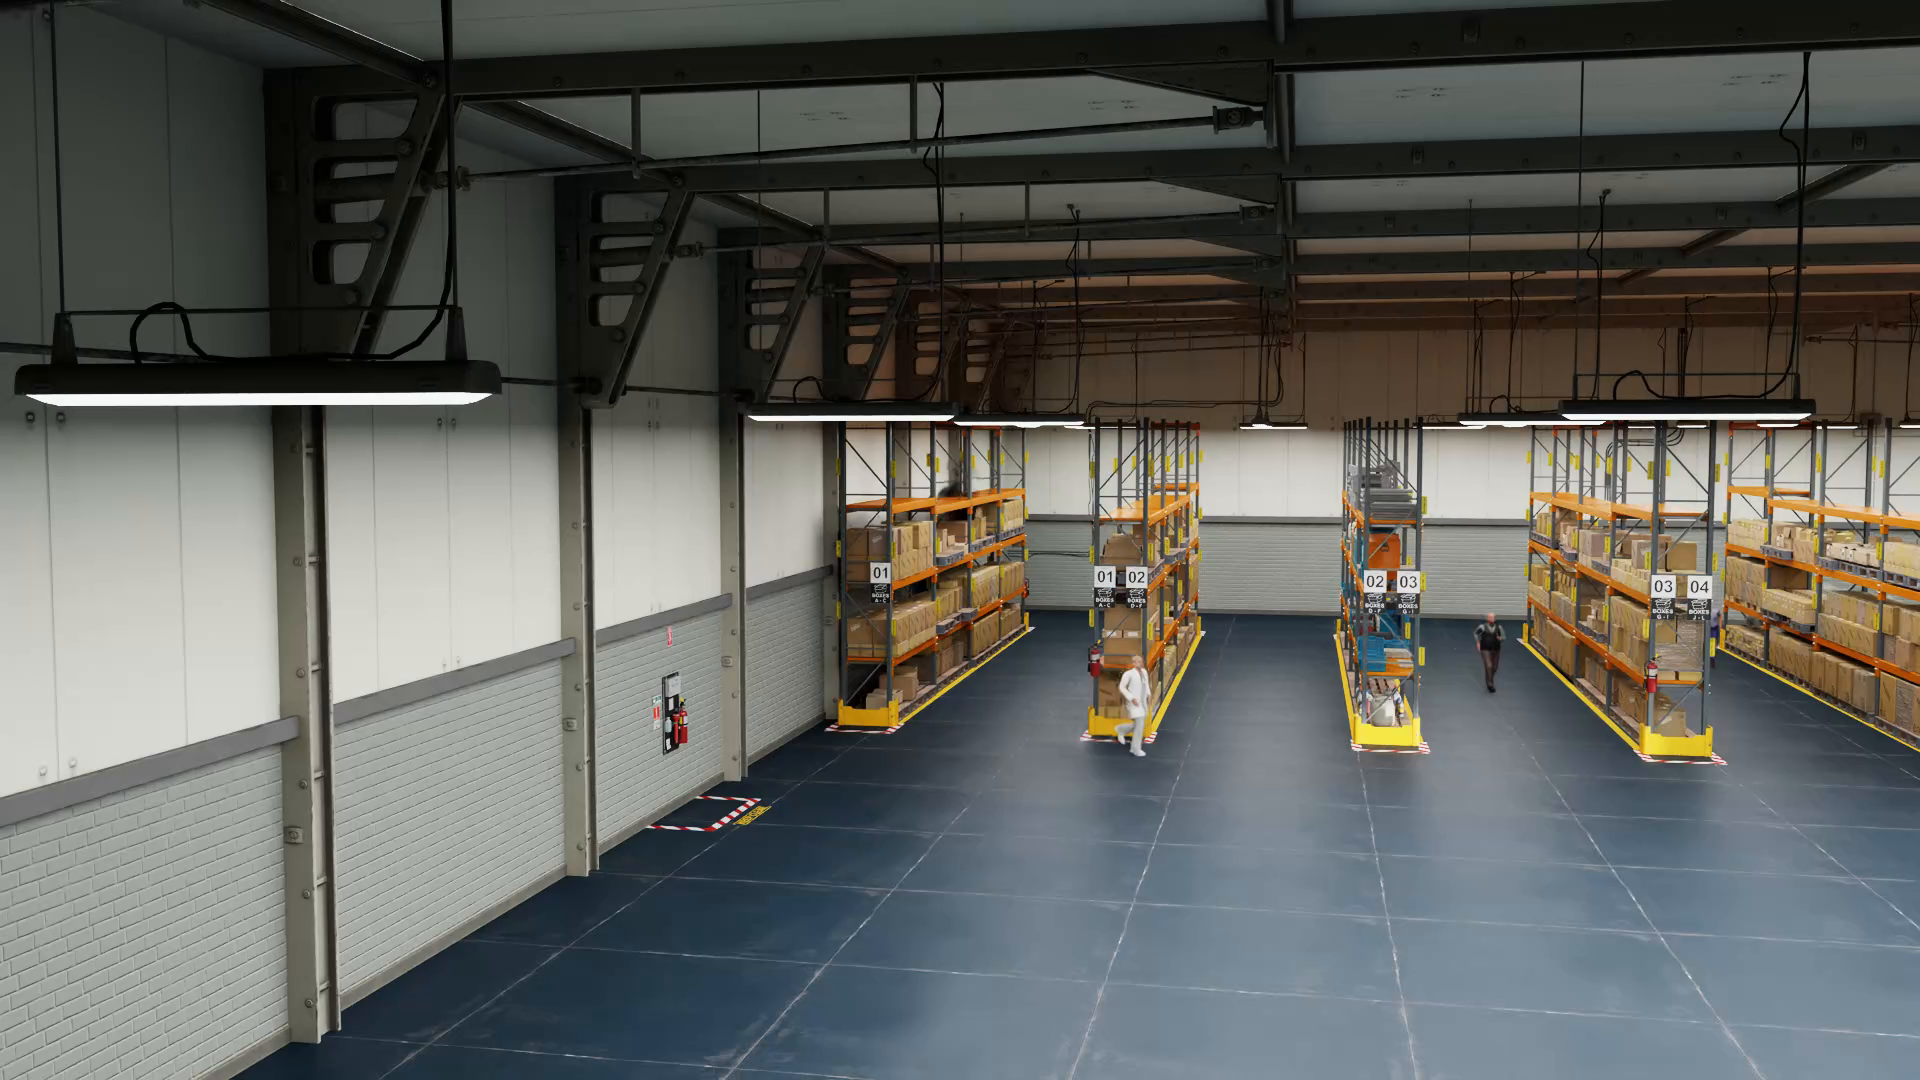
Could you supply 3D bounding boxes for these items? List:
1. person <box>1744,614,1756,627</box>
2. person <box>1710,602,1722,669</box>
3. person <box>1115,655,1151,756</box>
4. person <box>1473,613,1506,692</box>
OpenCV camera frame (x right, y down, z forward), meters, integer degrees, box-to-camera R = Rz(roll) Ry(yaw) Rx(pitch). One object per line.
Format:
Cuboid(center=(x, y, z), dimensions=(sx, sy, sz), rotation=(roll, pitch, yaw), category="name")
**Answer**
Cuboid(center=(21.517, 1.946, 45.185), dimensions=(0.741, 1.684, 0.562), rotation=(-3, 5, -40), category="person")
Cuboid(center=(18.323, 2.267, 40.715), dimensions=(0.612, 1.687, 0.909), rotation=(1, 4, 14), category="person")
Cuboid(center=(3.079, 2.929, 29.699), dimensions=(0.727, 1.772, 0.753), rotation=(-4, 5, -44), category="person")
Cuboid(center=(11.715, 2.457, 36.729), dimensions=(0.656, 1.705, 0.969), rotation=(0, 4, -1), category="person")
